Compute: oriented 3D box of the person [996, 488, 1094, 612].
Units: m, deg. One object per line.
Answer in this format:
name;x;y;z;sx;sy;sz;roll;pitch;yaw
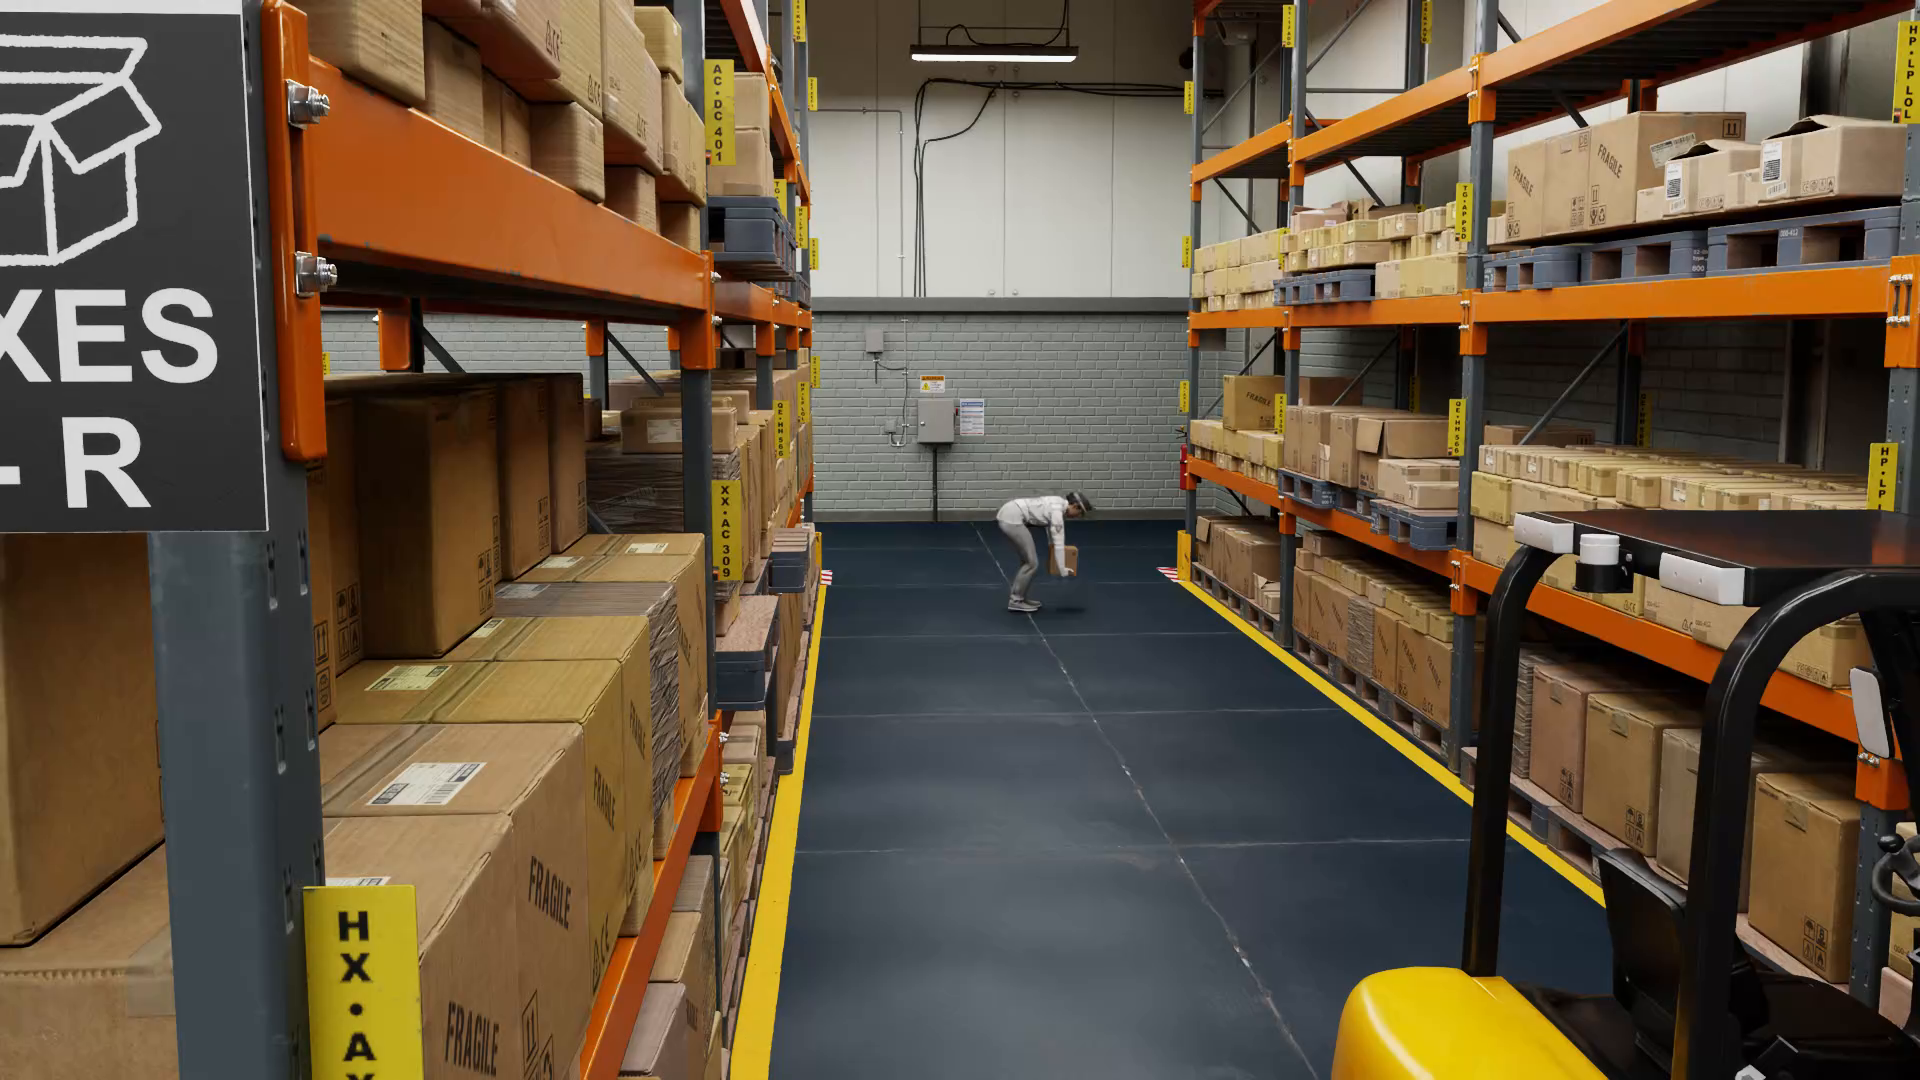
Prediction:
person;0.806;0.087;15.675;0.923;1.151;0.408;-1;7;-6
